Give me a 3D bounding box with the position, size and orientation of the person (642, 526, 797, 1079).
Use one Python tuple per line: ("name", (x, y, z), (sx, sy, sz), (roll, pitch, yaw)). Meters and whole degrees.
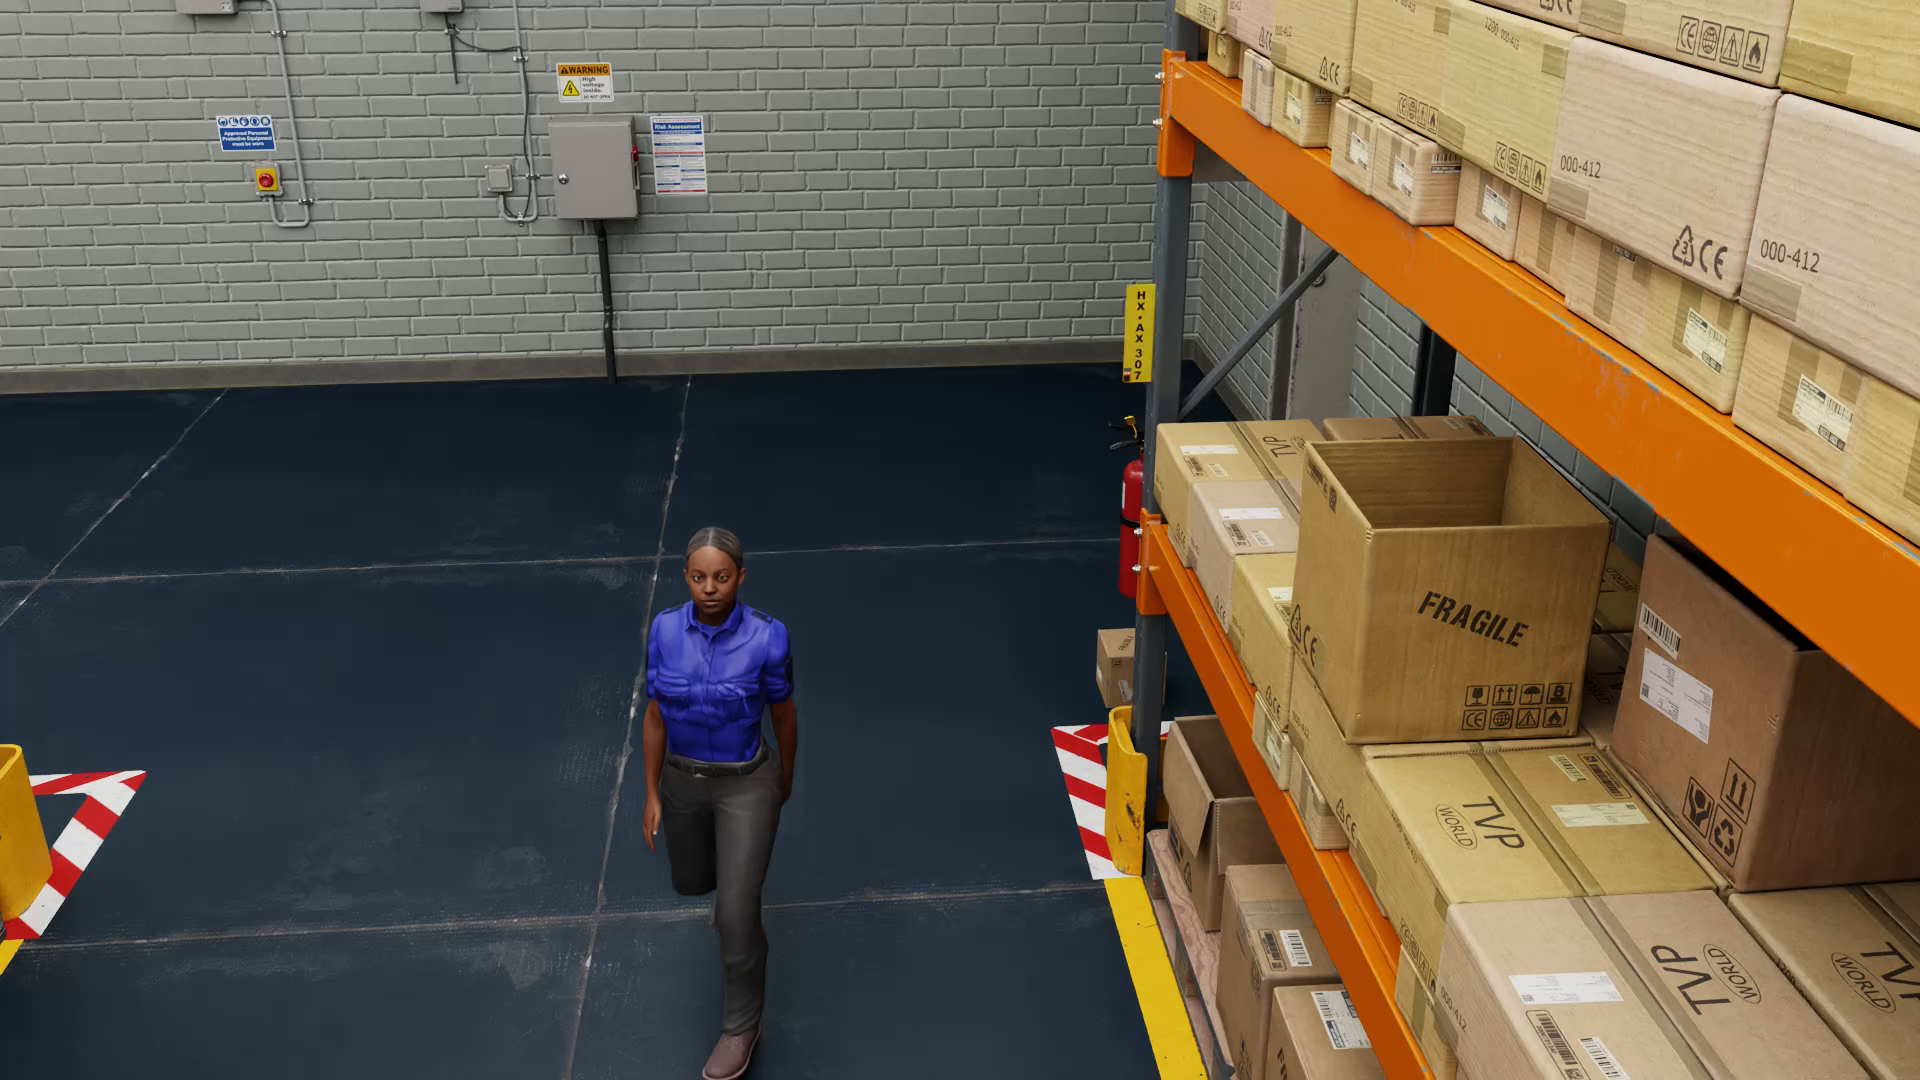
("person", (-0.698, 0.706, 4.987), (0.425, 1.616, 0.881), (5, 24, 12))
